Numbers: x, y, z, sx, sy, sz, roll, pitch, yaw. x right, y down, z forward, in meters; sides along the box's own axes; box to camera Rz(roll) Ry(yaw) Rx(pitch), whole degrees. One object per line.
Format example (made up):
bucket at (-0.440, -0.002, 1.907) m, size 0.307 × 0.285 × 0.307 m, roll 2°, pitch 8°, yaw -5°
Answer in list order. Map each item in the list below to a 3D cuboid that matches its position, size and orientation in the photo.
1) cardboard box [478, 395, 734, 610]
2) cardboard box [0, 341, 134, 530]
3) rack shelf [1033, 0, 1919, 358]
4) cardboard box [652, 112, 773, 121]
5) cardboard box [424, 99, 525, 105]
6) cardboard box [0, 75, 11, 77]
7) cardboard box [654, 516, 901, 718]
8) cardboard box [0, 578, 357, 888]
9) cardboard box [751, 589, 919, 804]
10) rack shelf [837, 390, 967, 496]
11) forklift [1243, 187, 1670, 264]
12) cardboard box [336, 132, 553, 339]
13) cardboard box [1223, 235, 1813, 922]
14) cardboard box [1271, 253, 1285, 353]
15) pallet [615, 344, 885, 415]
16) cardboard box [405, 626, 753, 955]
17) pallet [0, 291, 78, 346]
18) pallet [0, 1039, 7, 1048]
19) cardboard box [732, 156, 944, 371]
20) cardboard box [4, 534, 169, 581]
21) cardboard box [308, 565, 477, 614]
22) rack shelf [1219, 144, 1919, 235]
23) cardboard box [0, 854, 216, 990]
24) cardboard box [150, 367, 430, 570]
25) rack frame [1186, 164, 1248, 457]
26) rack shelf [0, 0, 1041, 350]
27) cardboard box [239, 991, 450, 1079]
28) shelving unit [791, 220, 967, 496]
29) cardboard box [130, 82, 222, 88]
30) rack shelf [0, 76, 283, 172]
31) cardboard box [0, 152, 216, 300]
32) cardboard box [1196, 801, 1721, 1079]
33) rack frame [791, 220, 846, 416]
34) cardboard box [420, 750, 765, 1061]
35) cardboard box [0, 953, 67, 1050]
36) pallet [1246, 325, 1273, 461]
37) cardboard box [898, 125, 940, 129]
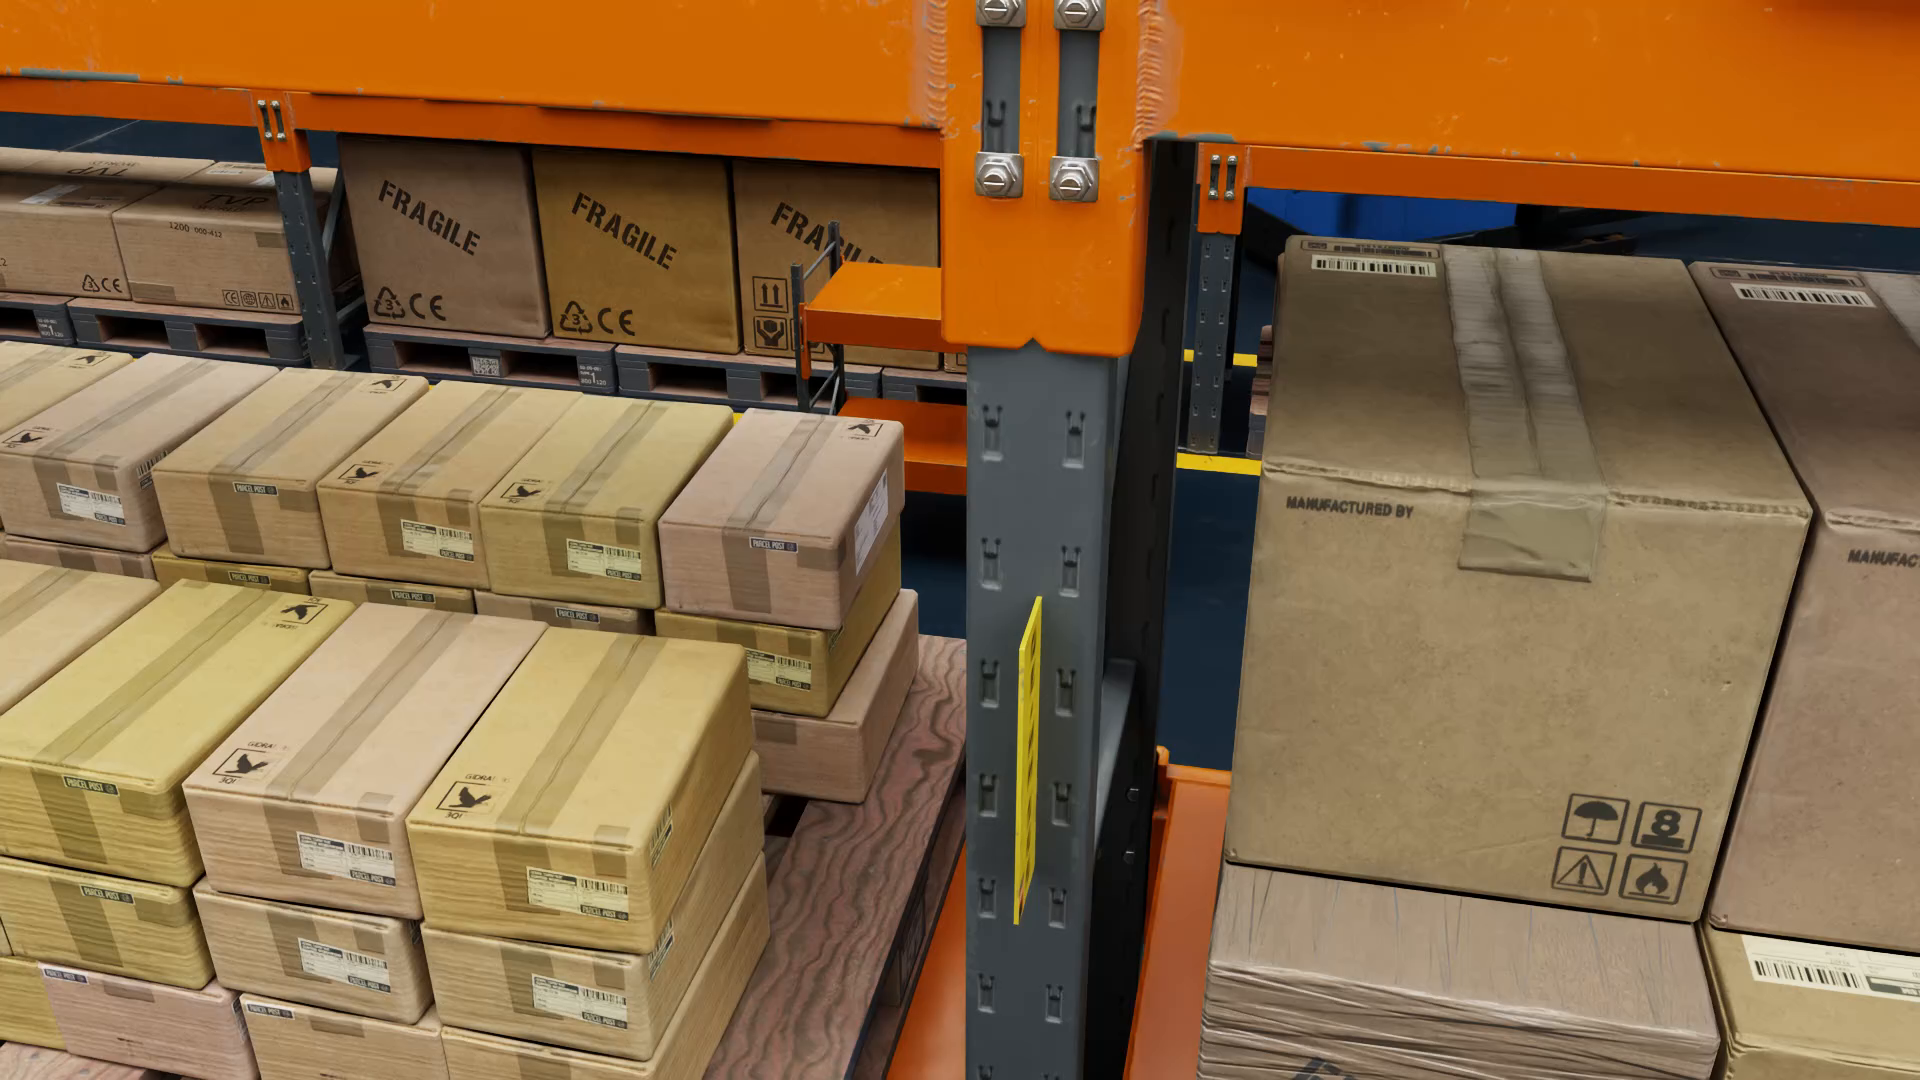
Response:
cardboard box at (-0.505, -0.064, 2.449) m, size 0.250 × 0.149 × 0.380 m, roll 5°, pitch 29°, yaw 9°
cardboard box at (-1.527, -0.170, 2.641) m, size 0.250 × 0.149 × 0.380 m, roll 7°, pitch 29°, yaw 12°
rack shelf at (2.126, -0.366, 1.421) m, size 4.000 × 0.370 × 1.077 m, roll 6°, pitch 29°, yaw 11°
cardboard box at (-0.941, -1.904, 6.760) m, size 0.500 × 0.250 × 0.500 m, roll 5°, pitch 29°, yaw 10°
cardboard box at (-1.925, -2.017, 6.967) m, size 0.500 × 0.250 × 0.500 m, roll 5°, pitch 29°, yaw 9°
cardboard box at (-4.313, -2.365, 7.343) m, size 0.500 × 0.500 × 0.500 m, roll 5°, pitch 29°, yaw 10°
cardboard box at (-0.261, 0.086, 2.483) m, size 0.250 × 0.149 × 0.380 m, roll 7°, pitch 30°, yaw 13°
cardboard box at (-0.906, 0.212, 1.944) m, size 0.250 × 0.149 × 0.380 m, roll 7°, pitch 29°, yaw 12°
cardboard box at (-0.225, 0.220, 2.549) m, size 0.250 × 0.149 × 0.380 m, roll 5°, pitch 29°, yaw 10°
rack shelf at (-0.007, -0.280, 6.099) m, size 1.000 × 0.278 × 0.538 m, roll 6°, pitch 29°, yaw 11°
forklift at (3.074, -2.943, 8.574) m, size 3.031 × 2.935 × 1.130 m, roll -11°, pitch 31°, yaw -20°
cardboard box at (-2.184, -1.530, 7.696) m, size 0.875 × 0.875 × 0.875 m, roll 7°, pitch 29°, yaw 12°
cardboard box at (0.607, 0.001, 1.980) m, size 0.500 × 0.500 × 0.700 m, roll 6°, pitch 29°, yaw 10°
cardboard box at (1.655, -0.871, 7.017) m, size 0.625 × 0.372 × 0.950 m, roll 4°, pitch 29°, yaw 7°
pallet at (-0.840, -0.916, 7.703) m, size 1.213 × 0.211 × 1.003 m, roll 6°, pitch 29°, yaw 11°
cardboard box at (-0.405, 0.265, 1.848) m, size 0.250 × 0.149 × 0.380 m, roll 5°, pitch 29°, yaw 9°
pallet at (-4.731, -1.314, 8.430) m, size 1.213 × 0.211 × 1.003 m, roll 6°, pitch 29°, yaw 11°
pallet at (-1.774, 0.338, 2.708) m, size 1.213 × 0.211 × 1.003 m, roll 6°, pitch 29°, yaw 11°
cardboard box at (-0.425, -1.353, 7.373) m, size 0.875 × 0.875 × 0.875 m, roll 6°, pitch 29°, yaw 11°
cardboard box at (-1.278, -0.016, 2.670) m, size 0.250 × 0.149 × 0.380 m, roll 6°, pitch 29°, yaw 11°
cardboard box at (-0.788, 0.035, 2.577) m, size 0.250 × 0.149 × 0.380 m, roll 5°, pitch 29°, yaw 9°
rack shelf at (3.061, -1.385, 6.406) m, size 4.000 × 0.370 × 1.077 m, roll 6°, pitch 29°, yaw 11°
cardboard box at (-0.927, 0.342, 2.016) m, size 0.250 × 0.149 × 0.380 m, roll 7°, pitch 29°, yaw 12°
cardboard box at (-1.003, -0.118, 2.547) m, size 0.250 × 0.149 × 0.380 m, roll 5°, pitch 29°, yaw 8°
rack frame at (1.105, -1.901, 6.599) m, size 0.127 × 3.000 × 1.000 m, roll 6°, pitch 29°, yaw 11°
rack shelf at (-1.786, -0.767, 2.153) m, size 4.000 × 0.370 × 1.077 m, roll 6°, pitch 29°, yaw 11°
cardboard box at (-0.651, 0.500, 2.037) m, size 0.250 × 0.149 × 0.380 m, roll 6°, pitch 29°, yaw 10°
shelving unit at (-0.007, -0.494, 5.981) m, size 1.048 × 1.125 × 0.538 m, roll 6°, pitch 29°, yaw 11°
cardboard box at (-3.314, -2.273, 7.174) m, size 0.500 × 0.500 × 0.500 m, roll 6°, pitch 29°, yaw 11°
rack shelf at (-4.763, -2.187, 7.871) m, size 4.000 × 0.370 × 1.077 m, roll 6°, pitch 29°, yaw 11°
cardboard box at (-4.274, -1.566, 8.217) m, size 0.875 × 0.438 × 0.875 m, roll 5°, pitch 29°, yaw 9°
cardboard box at (0.553, 0.561, 1.997) m, size 0.500 × 0.500 × 0.500 m, roll 6°, pitch 29°, yaw 11°
rack frame at (-0.504, -0.545, 6.074) m, size 0.032 × 1.125 × 0.500 m, roll 6°, pitch 29°, yaw 11°
cardboard box at (-0.408, 0.393, 1.922) m, size 0.250 × 0.149 × 0.380 m, roll 6°, pitch 29°, yaw 12°
cardboard box at (-1.146, 0.448, 2.133) m, size 0.250 × 0.149 × 0.380 m, roll 5°, pitch 29°, yaw 10°
pallet at (1.869, -0.599, 7.124) m, size 1.213 × 0.211 × 1.003 m, roll 6°, pitch 29°, yaw 11°
cardboard box at (0.053, -1.808, 6.585) m, size 0.500 × 0.250 × 0.500 m, roll 6°, pitch 29°, yaw 11°
